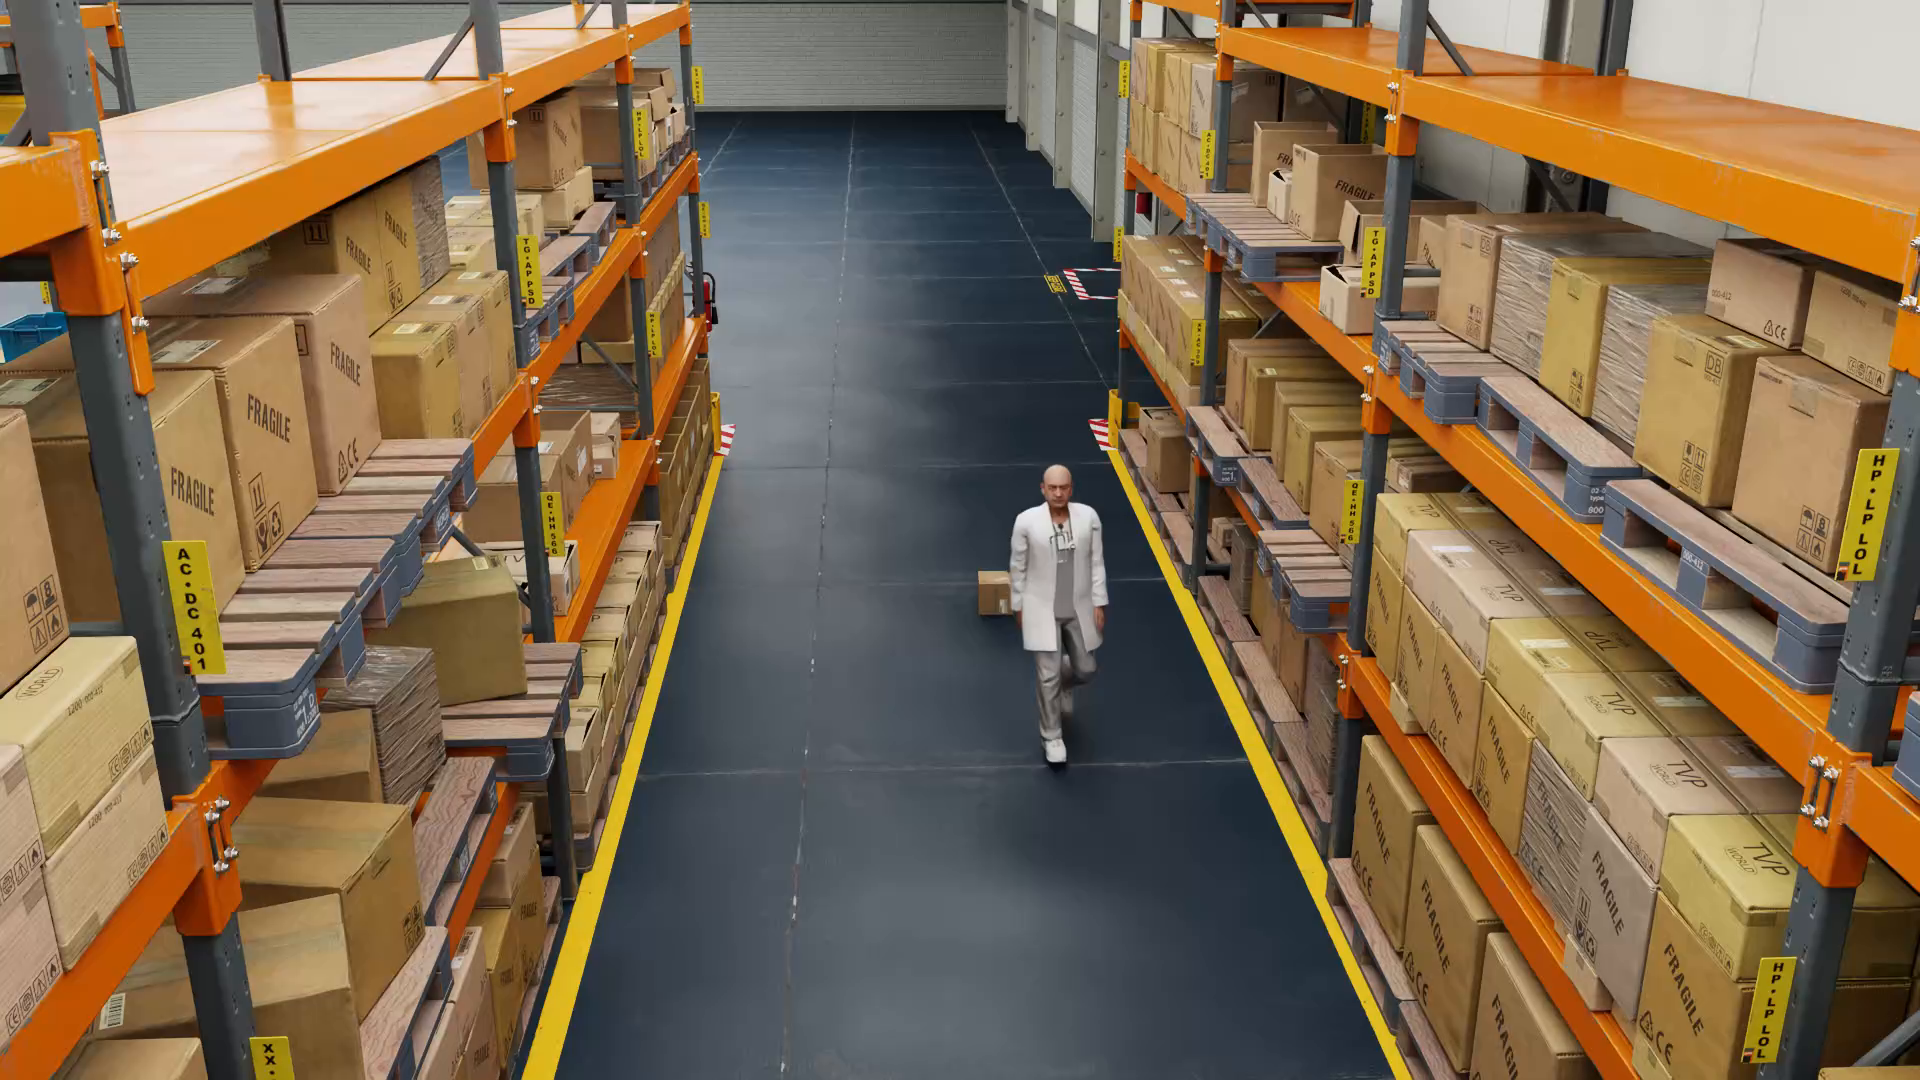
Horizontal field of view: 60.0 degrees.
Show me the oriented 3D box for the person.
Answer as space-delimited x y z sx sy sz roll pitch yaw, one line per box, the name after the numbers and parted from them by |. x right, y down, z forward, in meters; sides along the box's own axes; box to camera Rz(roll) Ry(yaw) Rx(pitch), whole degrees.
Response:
0.590 0.390 9.963 0.588 1.754 0.805 -4 20 -10 | person
